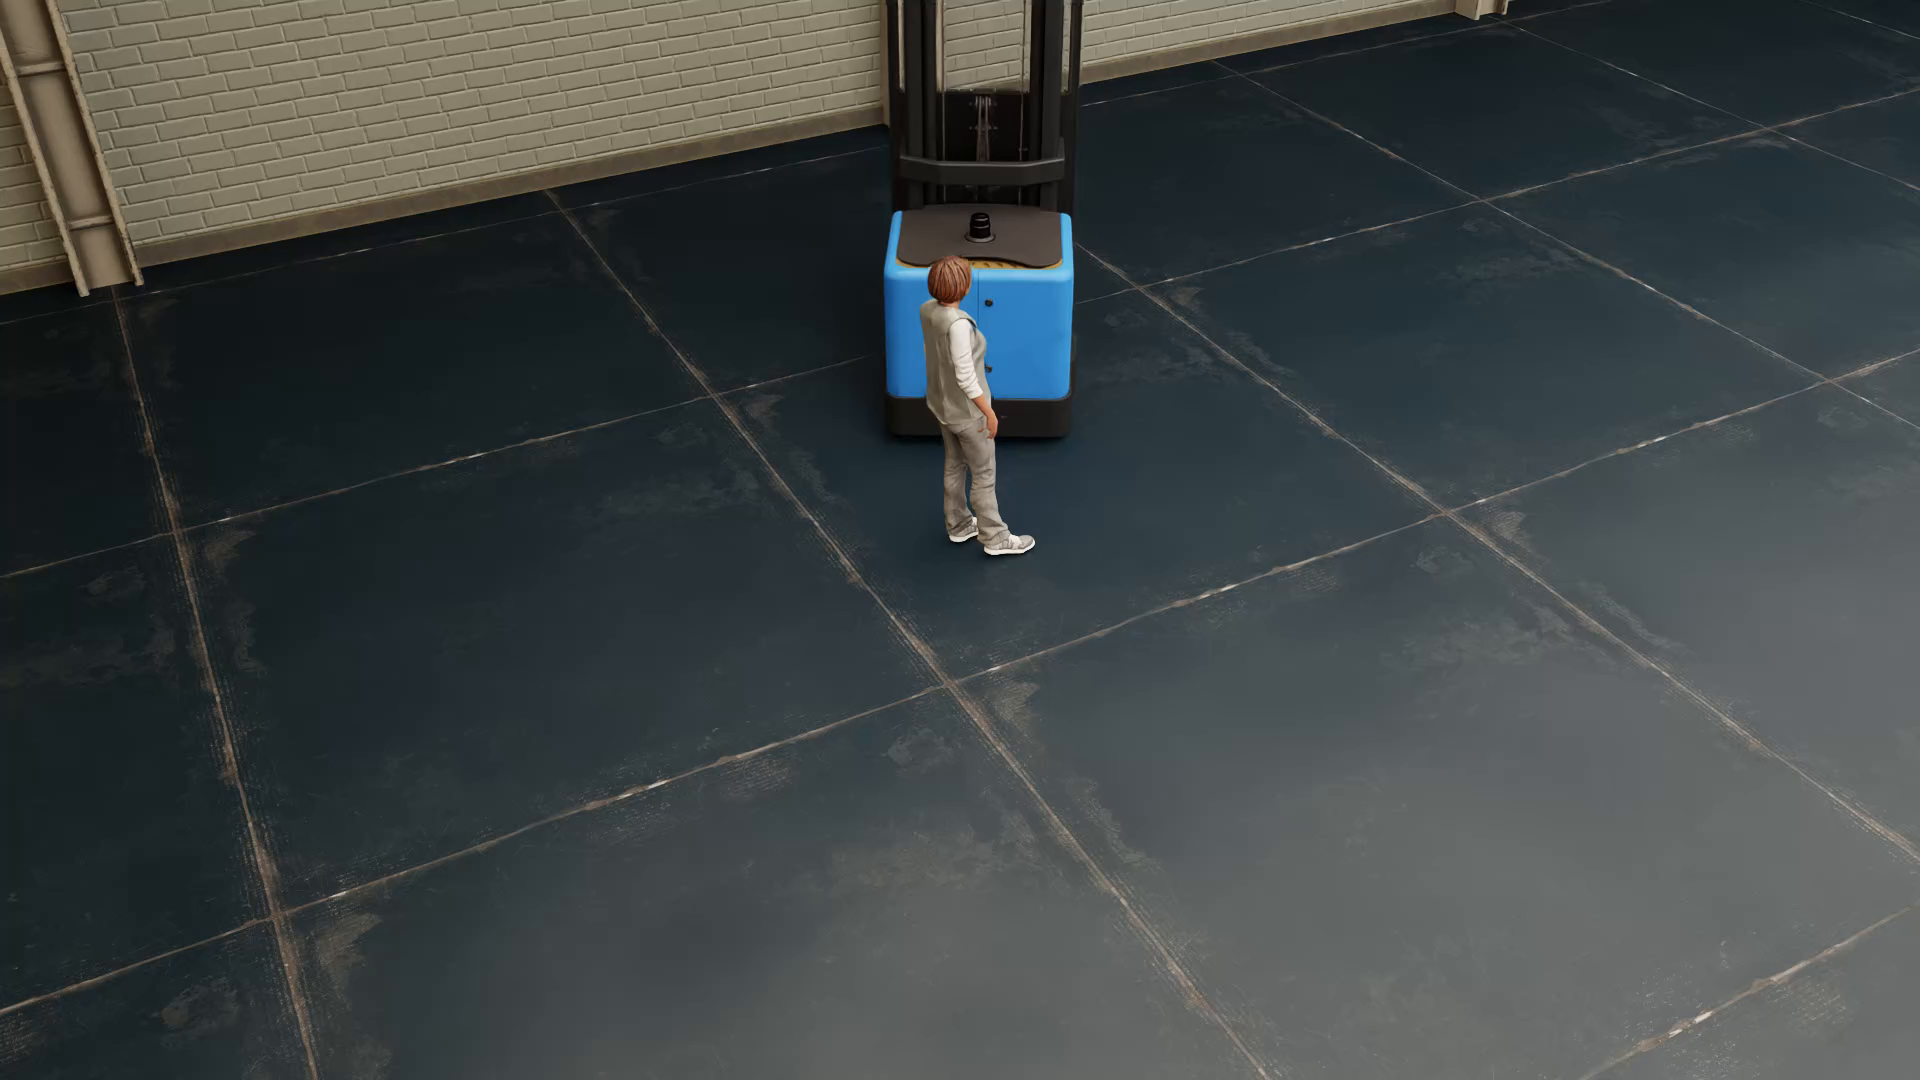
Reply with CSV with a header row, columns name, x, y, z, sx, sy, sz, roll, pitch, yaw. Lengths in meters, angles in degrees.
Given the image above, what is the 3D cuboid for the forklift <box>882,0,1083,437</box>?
name,x,y,z,sx,sy,sz,roll,pitch,yaw
forklift,0.144,-2.596,9.796,1.130,2.935,3.031,1,35,1

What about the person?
name,x,y,z,sx,sy,sz,roll,pitch,yaw
person,0.072,-0.671,8.215,0.474,1.598,0.519,-17,39,-23
